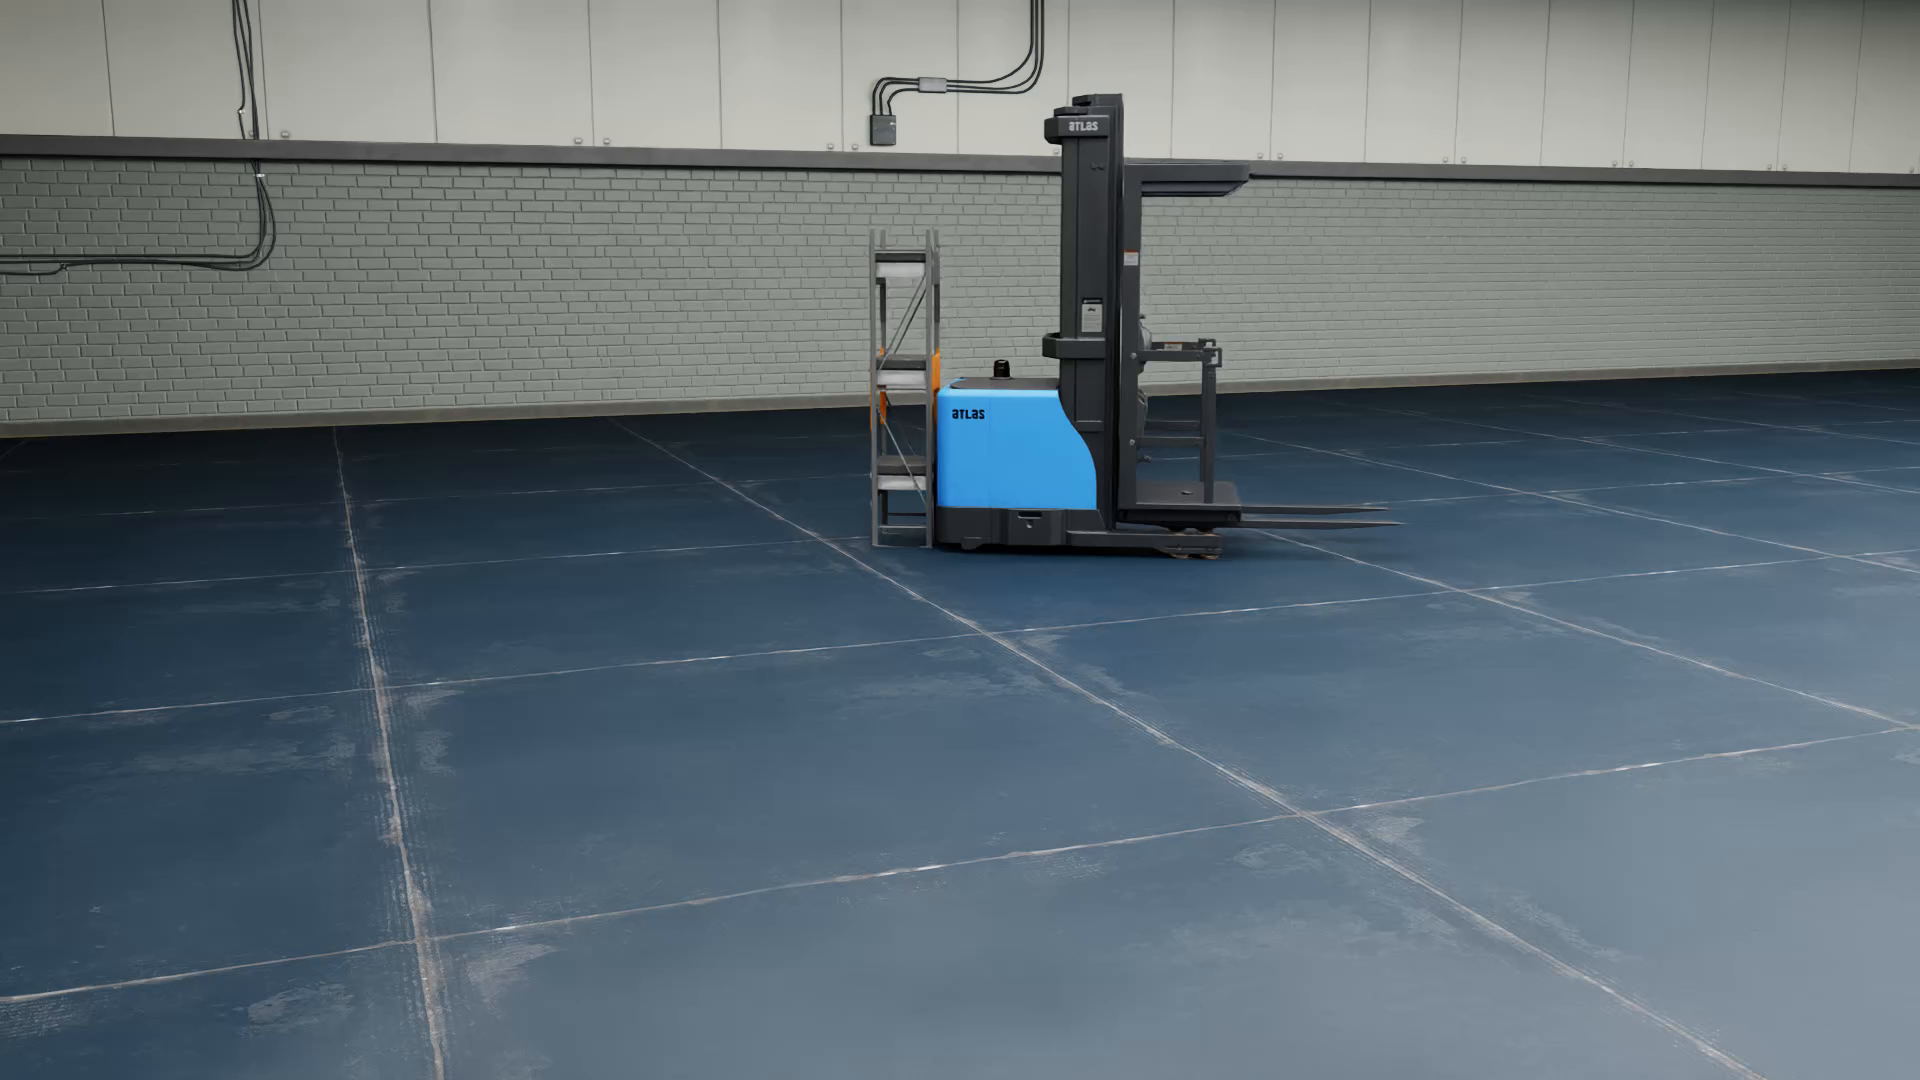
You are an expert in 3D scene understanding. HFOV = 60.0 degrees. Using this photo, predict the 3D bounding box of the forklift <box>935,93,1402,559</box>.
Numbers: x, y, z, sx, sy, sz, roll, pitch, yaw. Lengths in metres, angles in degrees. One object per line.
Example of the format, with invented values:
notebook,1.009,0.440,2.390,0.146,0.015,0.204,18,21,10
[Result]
forklift,1.389,-1.416,11.011,3.031,2.935,1.130,1,10,6

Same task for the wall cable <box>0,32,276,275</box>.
wall cable,-8.853,-4.046,17.337,3.097,2.526,0.112,-4,11,-21

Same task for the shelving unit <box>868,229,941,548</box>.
shelving unit,-0.364,-1.026,11.191,0.431,2.100,0.503,1,10,5

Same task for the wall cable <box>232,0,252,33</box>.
wall cable,-6.332,-6.704,17.860,3.097,2.526,0.112,-4,11,-21

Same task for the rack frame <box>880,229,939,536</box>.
rack frame,-0.341,-1.068,11.430,0.400,2.100,0.015,1,10,5

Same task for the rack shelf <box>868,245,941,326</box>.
rack shelf,-0.364,-1.702,11.071,0.431,0.518,0.480,1,10,5

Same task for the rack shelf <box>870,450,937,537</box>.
rack shelf,-0.364,-0.323,11.316,0.431,0.518,0.480,1,10,5

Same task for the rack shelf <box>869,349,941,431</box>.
rack shelf,-0.364,-1.012,11.194,0.431,0.518,0.480,1,10,5

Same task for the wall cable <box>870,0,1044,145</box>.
wall cable,0.001,-7.849,20.140,2.305,6.003,0.169,-4,11,-21

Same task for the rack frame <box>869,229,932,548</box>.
rack frame,-0.388,-0.983,10.952,0.400,2.100,0.015,1,10,5
